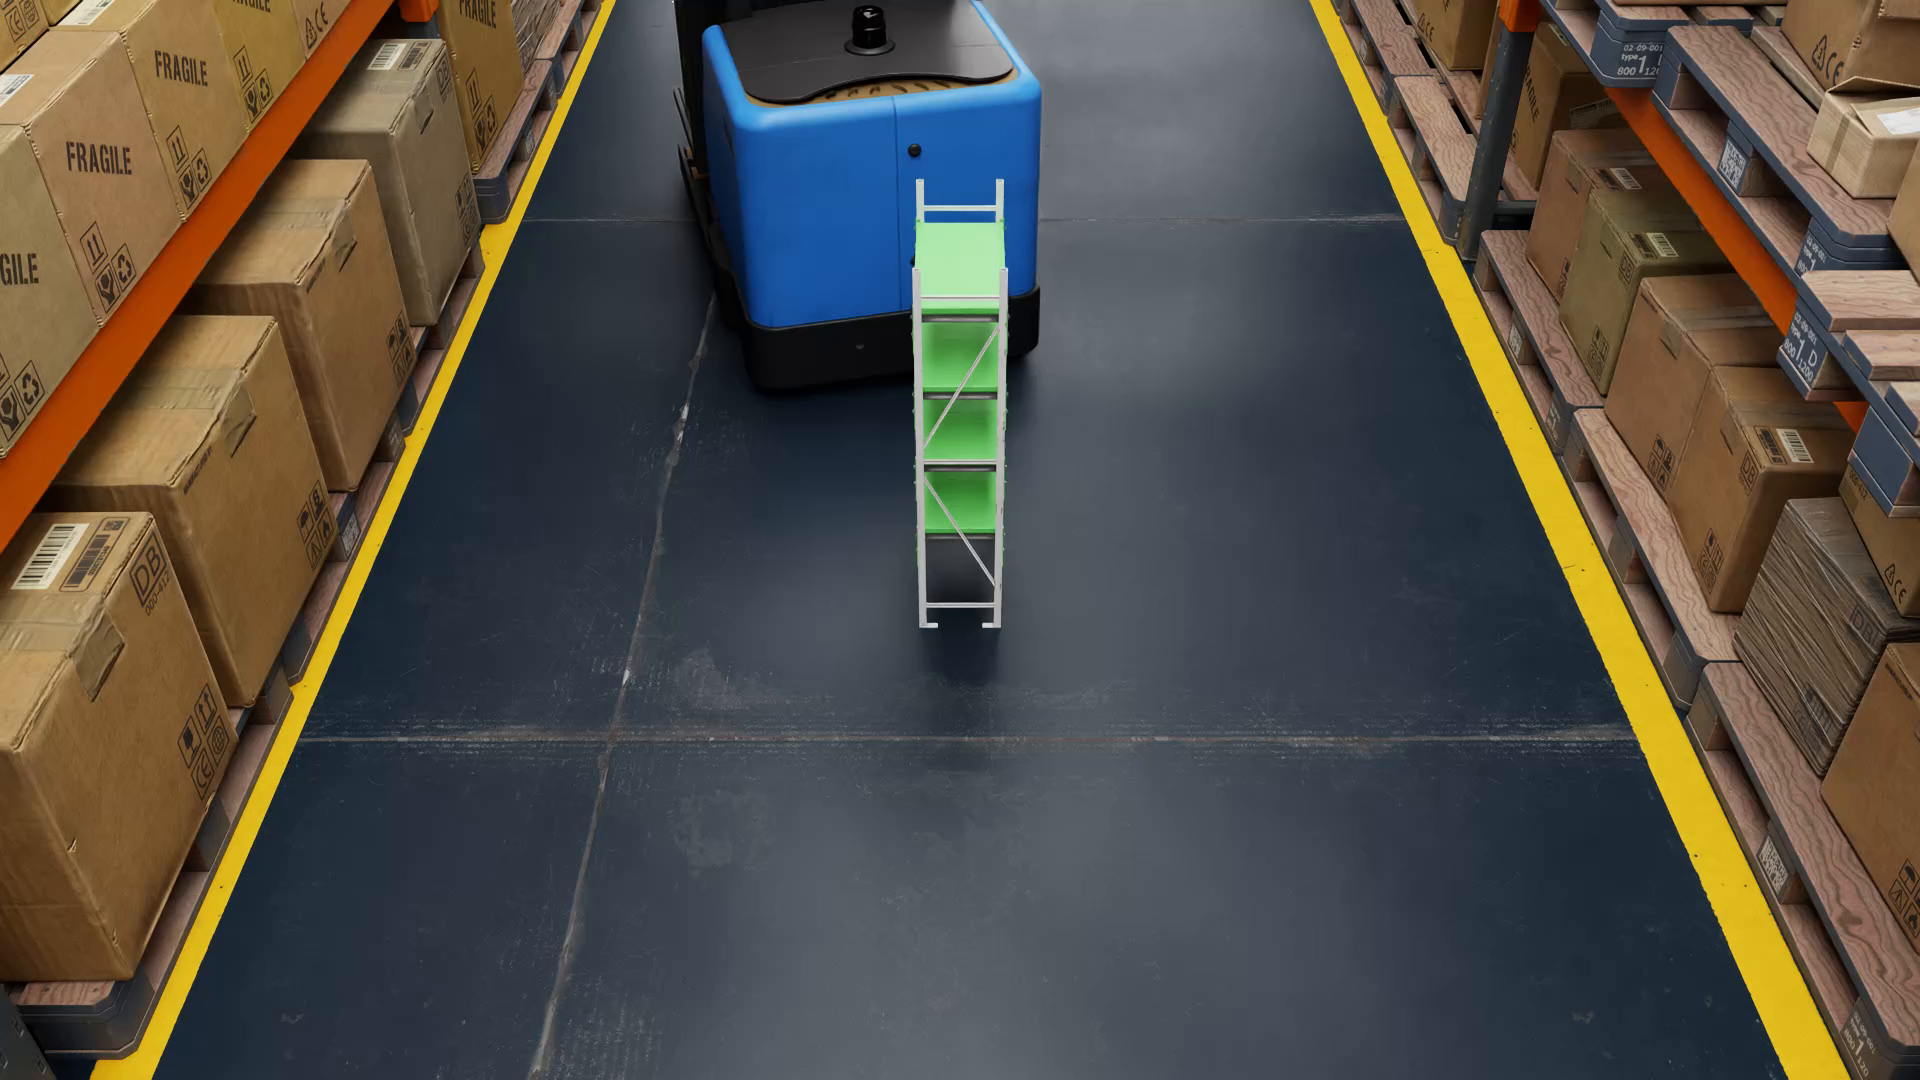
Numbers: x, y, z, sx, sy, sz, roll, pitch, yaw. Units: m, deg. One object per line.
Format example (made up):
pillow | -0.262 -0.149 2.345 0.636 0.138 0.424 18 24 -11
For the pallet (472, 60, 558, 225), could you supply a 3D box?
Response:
pallet | -2.381 -1.761 7.279 1.003 0.211 1.213 0 39 0

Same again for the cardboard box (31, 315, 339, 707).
cardboard box | -2.369 -0.086 4.422 1.050 0.750 0.750 1 39 1

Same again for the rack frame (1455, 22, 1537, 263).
rack frame | 2.501 -2.314 5.739 1.000 3.000 0.127 0 39 0

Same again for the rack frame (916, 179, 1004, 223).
rack frame | 0.000 -0.517 4.936 0.240 1.200 0.015 0 39 0

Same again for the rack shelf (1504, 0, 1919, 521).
rack shelf | 2.504 -0.783 4.403 1.077 0.370 4.000 0 39 0

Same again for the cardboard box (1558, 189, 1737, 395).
cardboard box | 2.462 -0.828 5.532 0.700 0.500 0.500 0 39 0

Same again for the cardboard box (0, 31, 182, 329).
cardboard box | -2.188 -0.826 3.802 0.500 0.500 0.500 0 39 0

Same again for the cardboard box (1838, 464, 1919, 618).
cardboard box | 2.464 -0.052 3.964 0.500 0.250 0.500 4 39 5

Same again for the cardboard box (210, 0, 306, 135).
cardboard box | -2.190 -1.455 4.587 0.500 0.500 0.500 0 39 0

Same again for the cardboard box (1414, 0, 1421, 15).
cardboard box | 2.497 -2.848 8.069 0.500 0.500 0.500 3 39 4

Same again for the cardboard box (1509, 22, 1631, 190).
cardboard box | 2.541 -1.753 6.702 0.500 0.500 0.500 -1 39 -1

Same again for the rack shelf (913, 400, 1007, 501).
rack shelf | 0.000 -0.315 4.786 0.258 0.148 0.480 0 39 0

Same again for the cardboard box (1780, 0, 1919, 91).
cardboard box | 2.596 -1.434 4.223 0.797 0.503 0.637 4 39 5

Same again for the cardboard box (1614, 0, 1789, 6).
cardboard box | 2.362 -2.215 4.800 1.000 1.000 1.000 0 39 0

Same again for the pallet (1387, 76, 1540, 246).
pallet | 2.465 -1.646 7.135 1.003 0.211 1.213 0 39 0

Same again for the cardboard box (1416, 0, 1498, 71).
cardboard box | 2.453 -2.499 7.633 0.500 0.500 0.500 -3 39 -4

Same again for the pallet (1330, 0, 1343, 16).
pallet | 2.462 -3.172 9.039 1.003 0.211 1.213 0 39 0

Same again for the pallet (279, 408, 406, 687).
pallet | -2.378 -0.038 5.129 1.003 0.211 1.213 0 39 0

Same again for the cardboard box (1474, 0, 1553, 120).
cardboard box | 2.533 -2.111 7.149 0.500 0.500 0.500 12 40 14

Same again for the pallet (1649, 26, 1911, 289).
pallet | 2.463 -0.976 4.222 1.003 0.211 1.213 0 39 0

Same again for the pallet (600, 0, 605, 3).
pallet | -2.384 -3.287 9.183 1.003 0.211 1.213 0 39 0

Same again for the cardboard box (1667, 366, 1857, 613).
cardboard box | 2.464 -0.129 4.660 0.700 0.500 0.500 3 39 4

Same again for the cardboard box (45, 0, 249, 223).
cardboard box | -2.187 -1.137 4.190 0.500 0.500 0.500 0 39 -1

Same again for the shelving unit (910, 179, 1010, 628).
shelving unit | 0.000 -0.365 4.746 0.258 1.200 0.503 0 39 0

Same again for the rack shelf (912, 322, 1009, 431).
rack shelf | 0.000 -0.502 4.635 0.258 0.148 0.480 0 39 0

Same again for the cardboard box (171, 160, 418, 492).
cardboard box | -2.371 -0.668 5.149 1.050 0.750 0.750 0 39 0

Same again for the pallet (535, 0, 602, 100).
pallet | -2.386 -2.526 8.233 1.003 0.211 1.213 0 39 0

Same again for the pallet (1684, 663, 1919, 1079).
pallet | 2.506 0.787 4.099 1.003 0.211 1.213 0 39 0

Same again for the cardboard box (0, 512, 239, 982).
cardboard box | -2.365 0.461 3.740 1.050 0.750 0.750 -1 39 -1

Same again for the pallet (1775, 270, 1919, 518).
pallet | 2.399 -0.183 3.234 1.213 0.211 1.003 0 39 0

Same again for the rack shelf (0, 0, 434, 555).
rack shelf | -2.456 -0.842 4.478 1.077 0.370 4.000 0 39 0

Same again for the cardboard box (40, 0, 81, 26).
cardboard box | -2.450 -1.539 3.892 0.700 0.500 0.500 0 39 0

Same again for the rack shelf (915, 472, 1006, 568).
rack shelf | 0.000 -0.128 4.936 0.258 0.148 0.480 0 39 0

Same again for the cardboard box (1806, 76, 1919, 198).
cardboard box | 2.234 -0.967 3.829 0.396 0.266 0.258 -1 39 -1

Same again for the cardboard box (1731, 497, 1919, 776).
cardboard box | 2.472 0.225 4.217 0.700 0.500 0.500 -3 39 -4

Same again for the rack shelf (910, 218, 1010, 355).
rack shelf | 0.000 -0.689 4.485 0.258 0.148 0.480 0 39 0

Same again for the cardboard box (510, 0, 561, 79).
cardboard box | -2.394 -2.666 7.541 0.875 0.875 0.875 0 39 0

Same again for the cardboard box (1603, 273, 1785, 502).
cardboard box | 2.463 -0.478 5.095 0.700 0.500 0.500 -3 39 -4

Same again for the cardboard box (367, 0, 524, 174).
cardboard box | -2.390 -2.102 6.837 0.875 0.875 0.875 1 39 1

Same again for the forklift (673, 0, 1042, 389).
forklift | -0.581 -2.598 6.148 1.130 2.935 3.031 -9 40 -11

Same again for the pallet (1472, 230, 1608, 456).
pallet | 2.504 -0.739 6.004 1.003 0.211 1.213 0 39 0

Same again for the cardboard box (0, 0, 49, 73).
cardboard box | -2.449 -1.219 3.493 0.700 0.500 0.500 -1 39 -1

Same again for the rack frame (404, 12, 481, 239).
rack frame | -2.459 -2.374 5.813 1.000 3.000 0.127 0 39 0

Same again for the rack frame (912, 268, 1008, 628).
rack frame | 0.000 -0.212 4.555 0.240 1.200 0.015 0 39 0

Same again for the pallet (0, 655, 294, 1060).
pallet | -2.380 0.723 4.179 1.003 0.211 1.213 0 39 0

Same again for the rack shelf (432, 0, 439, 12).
rack shelf | -2.461 -3.344 7.599 1.077 0.370 4.000 0 39 0

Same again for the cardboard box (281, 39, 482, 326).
cardboard box | -2.368 -1.272 5.901 1.050 0.750 0.750 0 39 0

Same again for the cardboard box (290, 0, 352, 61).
cardboard box | -2.190 -1.771 4.981 0.500 0.500 0.500 0 39 -1

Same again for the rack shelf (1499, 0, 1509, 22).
rack shelf | 2.499 -3.284 7.525 1.077 0.370 4.000 0 39 0

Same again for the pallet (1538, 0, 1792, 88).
pallet | 2.357 -1.761 5.202 1.003 0.211 1.213 0 39 0

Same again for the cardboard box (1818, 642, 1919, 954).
cardboard box | 2.485 0.572 3.785 0.700 0.500 0.500 -2 39 -2

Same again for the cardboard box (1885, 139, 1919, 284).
cardboard box | 2.365 -0.702 3.312 0.700 0.500 0.500 5 39 7

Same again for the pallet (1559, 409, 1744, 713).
pallet | 2.508 0.026 5.049 1.003 0.211 1.213 0 39 0

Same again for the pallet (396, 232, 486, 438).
pallet | -2.383 -0.803 6.083 1.003 0.211 1.213 0 39 0

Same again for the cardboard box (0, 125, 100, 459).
cardboard box | -2.188 -0.510 3.408 0.500 0.500 0.500 0 39 0

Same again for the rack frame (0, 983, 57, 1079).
rack frame | -2.451 0.128 2.692 0.949 2.616 0.053 0 39 0

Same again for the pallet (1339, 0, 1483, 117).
pallet | 2.461 -2.411 8.090 1.003 0.211 1.213 0 39 0

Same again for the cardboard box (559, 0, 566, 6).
cardboard box | -2.393 -3.236 8.252 0.875 0.875 0.875 -1 39 -1

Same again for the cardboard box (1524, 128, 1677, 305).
cardboard box | 2.481 -1.126 5.904 0.700 0.500 0.500 -3 39 -4
